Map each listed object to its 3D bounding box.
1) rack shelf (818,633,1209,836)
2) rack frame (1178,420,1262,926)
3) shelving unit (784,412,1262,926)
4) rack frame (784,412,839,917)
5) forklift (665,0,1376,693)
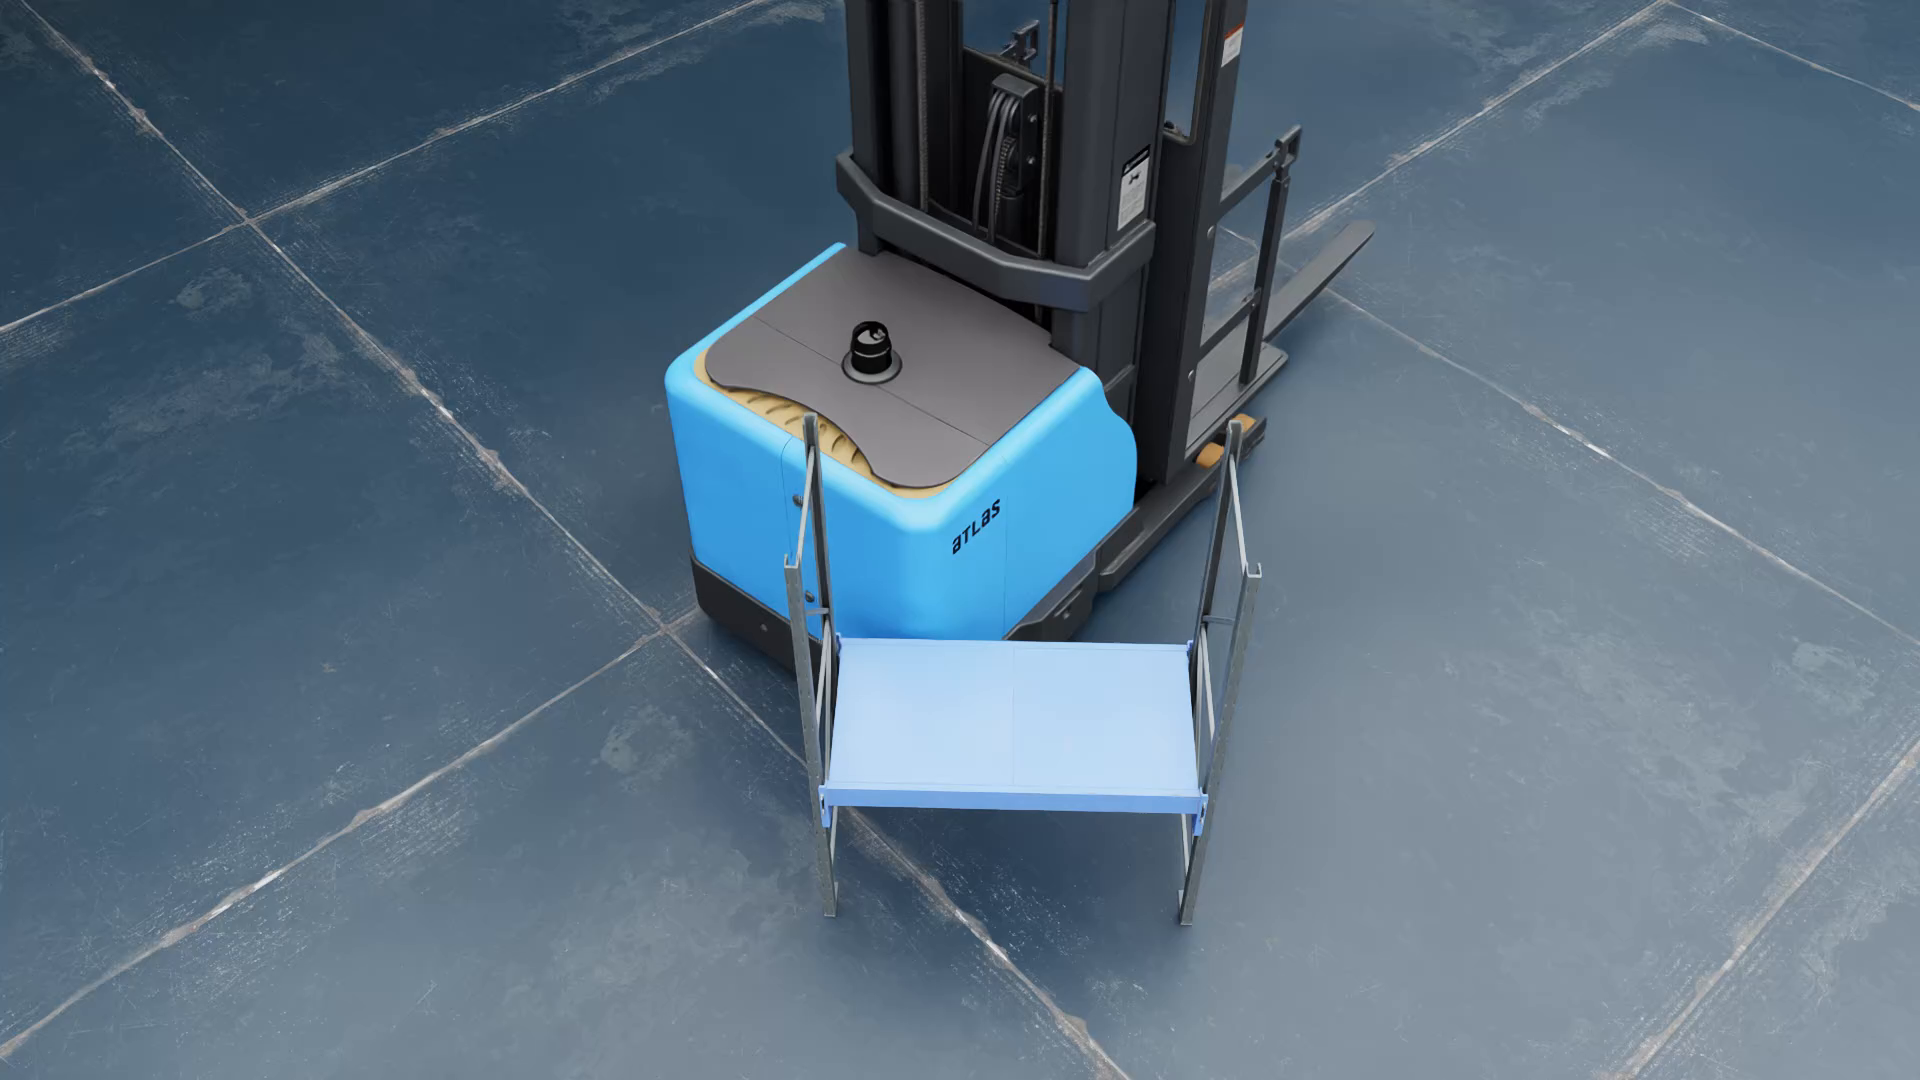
[{"bbox_3d":[0.143,0.518,4.496,1.000,0.185,0.538,1,47,1],"label":"rack shelf"},{"bbox_3d":[0.651,0.406,4.355,0.032,1.500,0.500,1,47,1],"label":"rack frame"},{"bbox_3d":[0.143,0.396,4.364,1.048,1.500,0.538,1,47,1],"label":"shelving unit"},{"bbox_3d":[-0.365,0.386,4.373,0.032,1.500,0.500,1,47,1],"label":"rack frame"},{"bbox_3d":[0.447,-1.380,5.029,1.130,2.935,3.031,30,54,25],"label":"forklift"}]
